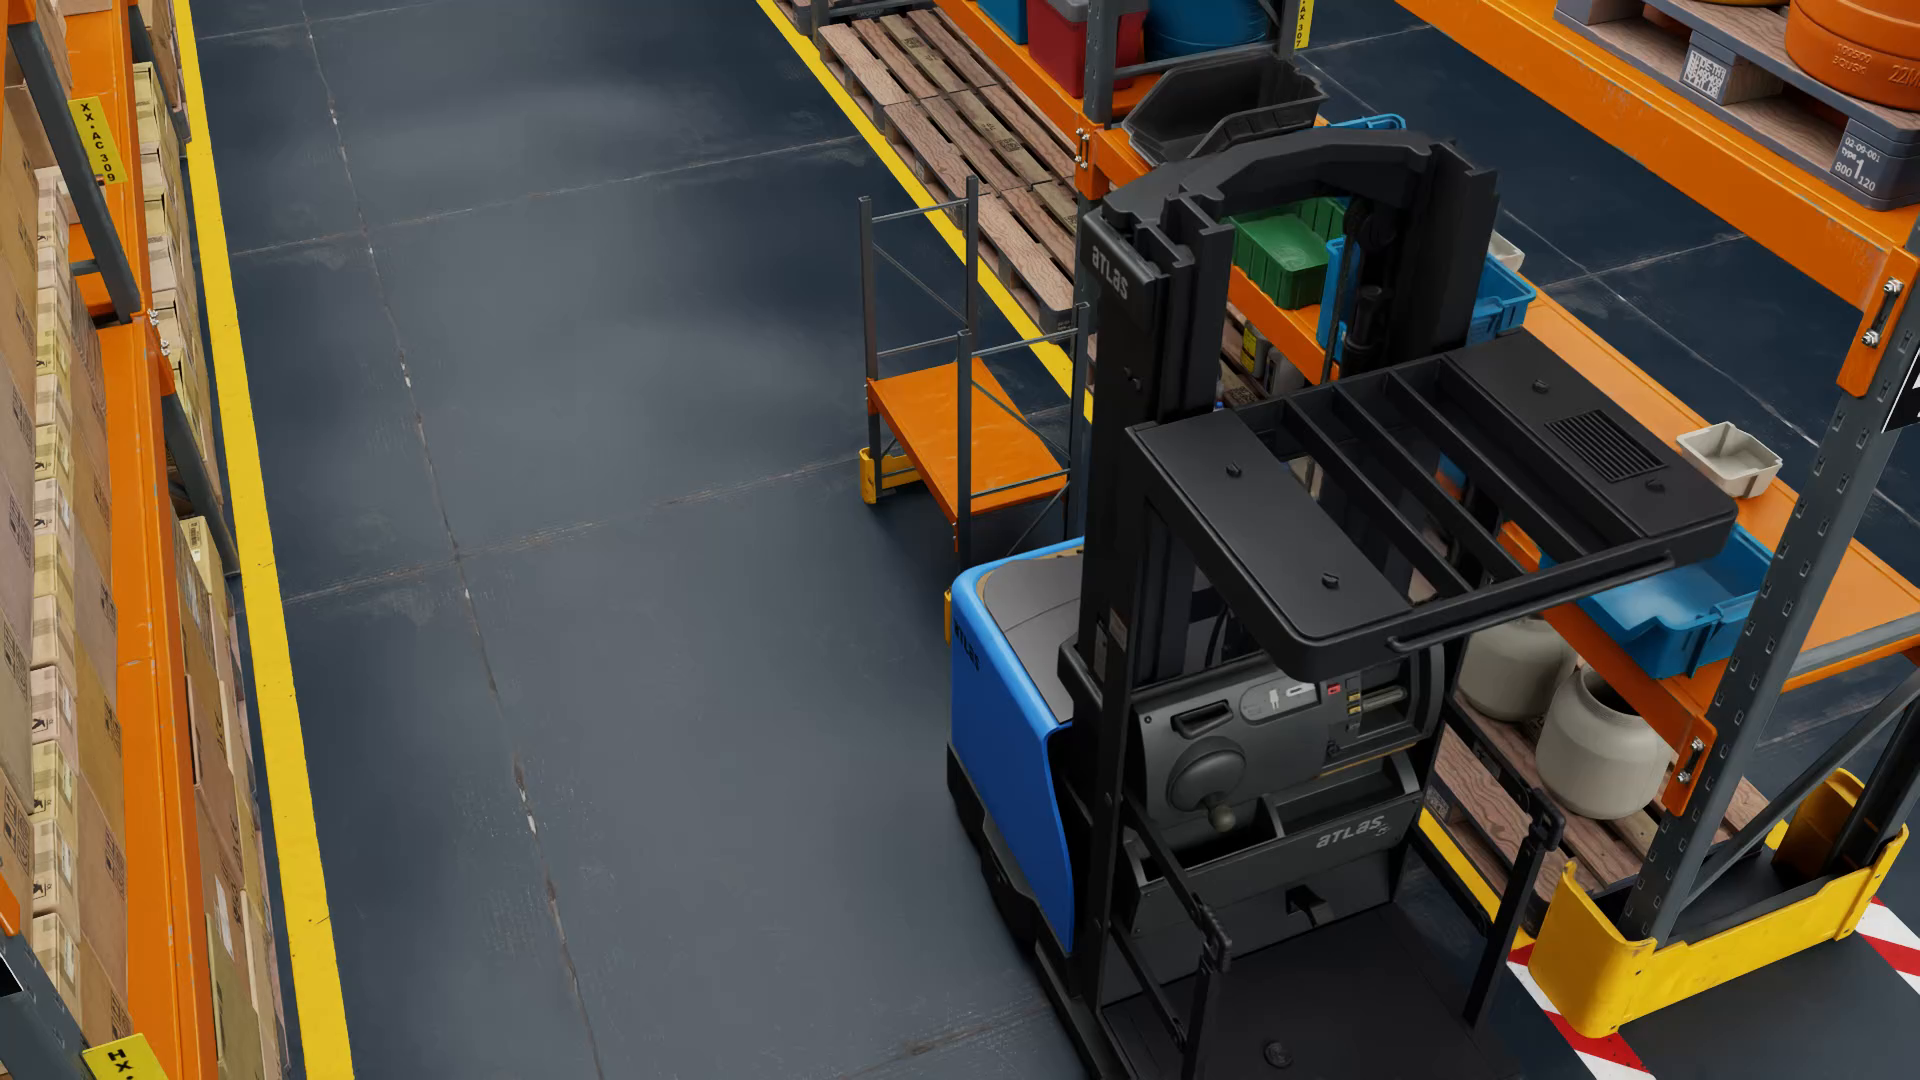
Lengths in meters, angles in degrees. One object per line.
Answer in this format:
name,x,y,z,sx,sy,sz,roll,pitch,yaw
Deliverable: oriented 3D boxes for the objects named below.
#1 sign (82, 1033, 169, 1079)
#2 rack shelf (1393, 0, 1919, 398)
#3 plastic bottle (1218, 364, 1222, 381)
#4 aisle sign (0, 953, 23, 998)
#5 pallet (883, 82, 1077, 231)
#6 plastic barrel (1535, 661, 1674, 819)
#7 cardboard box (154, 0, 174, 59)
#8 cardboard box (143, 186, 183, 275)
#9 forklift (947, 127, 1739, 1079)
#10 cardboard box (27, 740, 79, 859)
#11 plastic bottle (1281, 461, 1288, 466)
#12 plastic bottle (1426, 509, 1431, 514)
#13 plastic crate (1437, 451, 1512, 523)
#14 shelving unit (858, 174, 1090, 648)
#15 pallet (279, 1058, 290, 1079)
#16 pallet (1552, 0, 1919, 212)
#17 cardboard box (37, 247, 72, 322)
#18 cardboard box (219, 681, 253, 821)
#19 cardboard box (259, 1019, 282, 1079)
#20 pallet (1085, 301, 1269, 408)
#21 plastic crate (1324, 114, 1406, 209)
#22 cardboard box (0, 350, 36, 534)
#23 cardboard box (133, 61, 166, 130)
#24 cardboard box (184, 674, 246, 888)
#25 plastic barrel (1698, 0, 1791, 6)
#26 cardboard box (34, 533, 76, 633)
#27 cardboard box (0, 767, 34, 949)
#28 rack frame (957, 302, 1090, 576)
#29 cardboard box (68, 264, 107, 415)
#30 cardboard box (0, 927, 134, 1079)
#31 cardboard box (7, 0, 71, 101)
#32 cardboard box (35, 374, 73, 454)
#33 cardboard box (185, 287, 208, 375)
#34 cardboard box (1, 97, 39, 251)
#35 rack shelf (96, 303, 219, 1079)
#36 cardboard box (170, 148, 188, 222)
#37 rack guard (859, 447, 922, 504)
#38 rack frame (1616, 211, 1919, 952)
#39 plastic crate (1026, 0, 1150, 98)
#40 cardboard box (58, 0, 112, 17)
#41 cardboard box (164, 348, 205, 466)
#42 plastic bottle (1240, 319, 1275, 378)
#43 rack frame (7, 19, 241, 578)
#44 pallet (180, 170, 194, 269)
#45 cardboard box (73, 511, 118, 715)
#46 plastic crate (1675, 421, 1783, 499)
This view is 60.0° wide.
sign,-1.500,1.013,3.047,0.100,0.325,0.005,-15,43,-17
rack shelf,1.797,-1.797,5.290,1.077,0.370,4.000,-15,43,-17
plastic bottle,1.091,-0.746,7.511,0.144,0.351,0.185,-15,43,-17
aisle sign,-1.707,0.483,2.393,0.394,0.787,0.004,-15,43,-17
pallet,0.225,-2.279,9.739,1.003,0.211,1.213,-15,43,-17
plastic barrel,2.240,0.679,5.746,0.421,0.512,0.421,0,41,0
cardboard box,-5.192,-3.192,10.241,0.500,0.500,0.500,-17,43,-18
cardboard box,-4.063,-1.470,8.015,0.500,0.311,0.500,-14,43,-16
forklift,0.985,0.576,4.332,1.130,2.935,3.031,-15,43,-17
cardboard box,-2.164,0.623,3.651,0.380,0.149,0.250,-15,43,-17
plastic bottle,1.320,-0.364,7.124,0.152,0.276,0.135,-15,43,-17
plastic bottle,2.026,-0.236,6.979,0.097,0.271,0.097,0,41,0
plastic crate,1.851,-0.291,5.401,0.499,0.251,0.408,-15,43,-17
shelving unit,0.029,-0.523,6.708,0.587,1.500,1.083,-15,43,-17
pallet,-2.347,2.113,4.631,1.003,0.211,1.213,-15,43,-17
pallet,2.336,-1.316,4.324,1.003,0.211,1.213,-15,43,-17
cardboard box,-3.049,-0.771,5.271,0.380,0.149,0.250,-16,43,-18
cardboard box,-2.779,0.806,5.799,0.500,0.250,0.500,-15,43,-17
cardboard box,-2.210,1.710,4.747,0.500,0.250,0.500,-15,43,-17
pallet,1.251,-0.665,7.861,1.003,0.211,1.213,-15,43,-17
plastic crate,1.706,-1.482,6.787,0.499,0.251,0.616,-15,43,-17
cardboard box,-2.794,-0.261,4.181,0.700,0.500,0.500,-15,43,-17
cardboard box,-4.648,-2.388,9.084,0.500,0.311,0.500,-14,43,-16
cardboard box,-2.586,0.822,5.205,0.500,0.500,0.500,-15,43,-17
plastic barrel,2.009,-1.750,4.218,0.600,0.588,0.600,0,41,0
cardboard box,-2.461,0.157,4.193,0.380,0.149,0.250,-16,43,-17
cardboard box,-2.202,0.660,3.110,0.700,0.500,0.500,-15,43,-17
rack frame,0.227,-0.211,6.345,0.500,1.500,0.032,-15,43,-17
cardboard box,-3.370,-0.676,5.659,0.700,0.500,0.500,-16,43,-18
cardboard box,-2.182,1.184,3.496,0.700,0.500,0.500,-15,43,-17
cardboard box,-4.218,-2.027,7.230,0.500,0.500,0.500,-15,43,-17
cardboard box,-2.759,-0.312,4.738,0.380,0.149,0.250,-14,43,-16
cardboard box,-3.866,-0.945,7.835,0.500,0.250,0.500,-16,43,-18
cardboard box,-3.370,-1.168,5.236,0.700,0.500,0.500,-15,43,-17
rack shelf,-2.781,0.574,4.834,1.077,0.370,4.000,-15,43,-17
cardboard box,-4.449,-1.864,8.904,0.500,0.250,0.500,-16,43,-17
rack guard,-0.161,-0.349,7.464,0.587,0.250,0.087,-15,43,-17
rack frame,2.563,0.272,4.633,1.000,3.000,0.127,-15,43,-17
plastic crate,0.564,-2.377,7.664,0.402,0.464,0.583,-15,43,-17
cardboard box,-4.477,-2.745,8.334,0.380,0.149,0.250,-15,43,-17
cardboard box,-3.474,-0.544,6.939,0.500,0.311,0.500,-15,43,-17
plastic bottle,1.412,-0.948,7.746,0.144,0.351,0.185,-15,43,-17
rack frame,-3.546,-0.904,6.000,1.000,3.000,0.127,-15,43,-17
pallet,-4.797,-1.750,9.123,1.003,0.211,1.213,-15,43,-17
cardboard box,-2.777,0.252,4.580,0.700,0.500,0.500,-14,43,-16
plastic crate,2.517,-0.247,5.439,0.298,0.136,0.250,-15,43,-17
